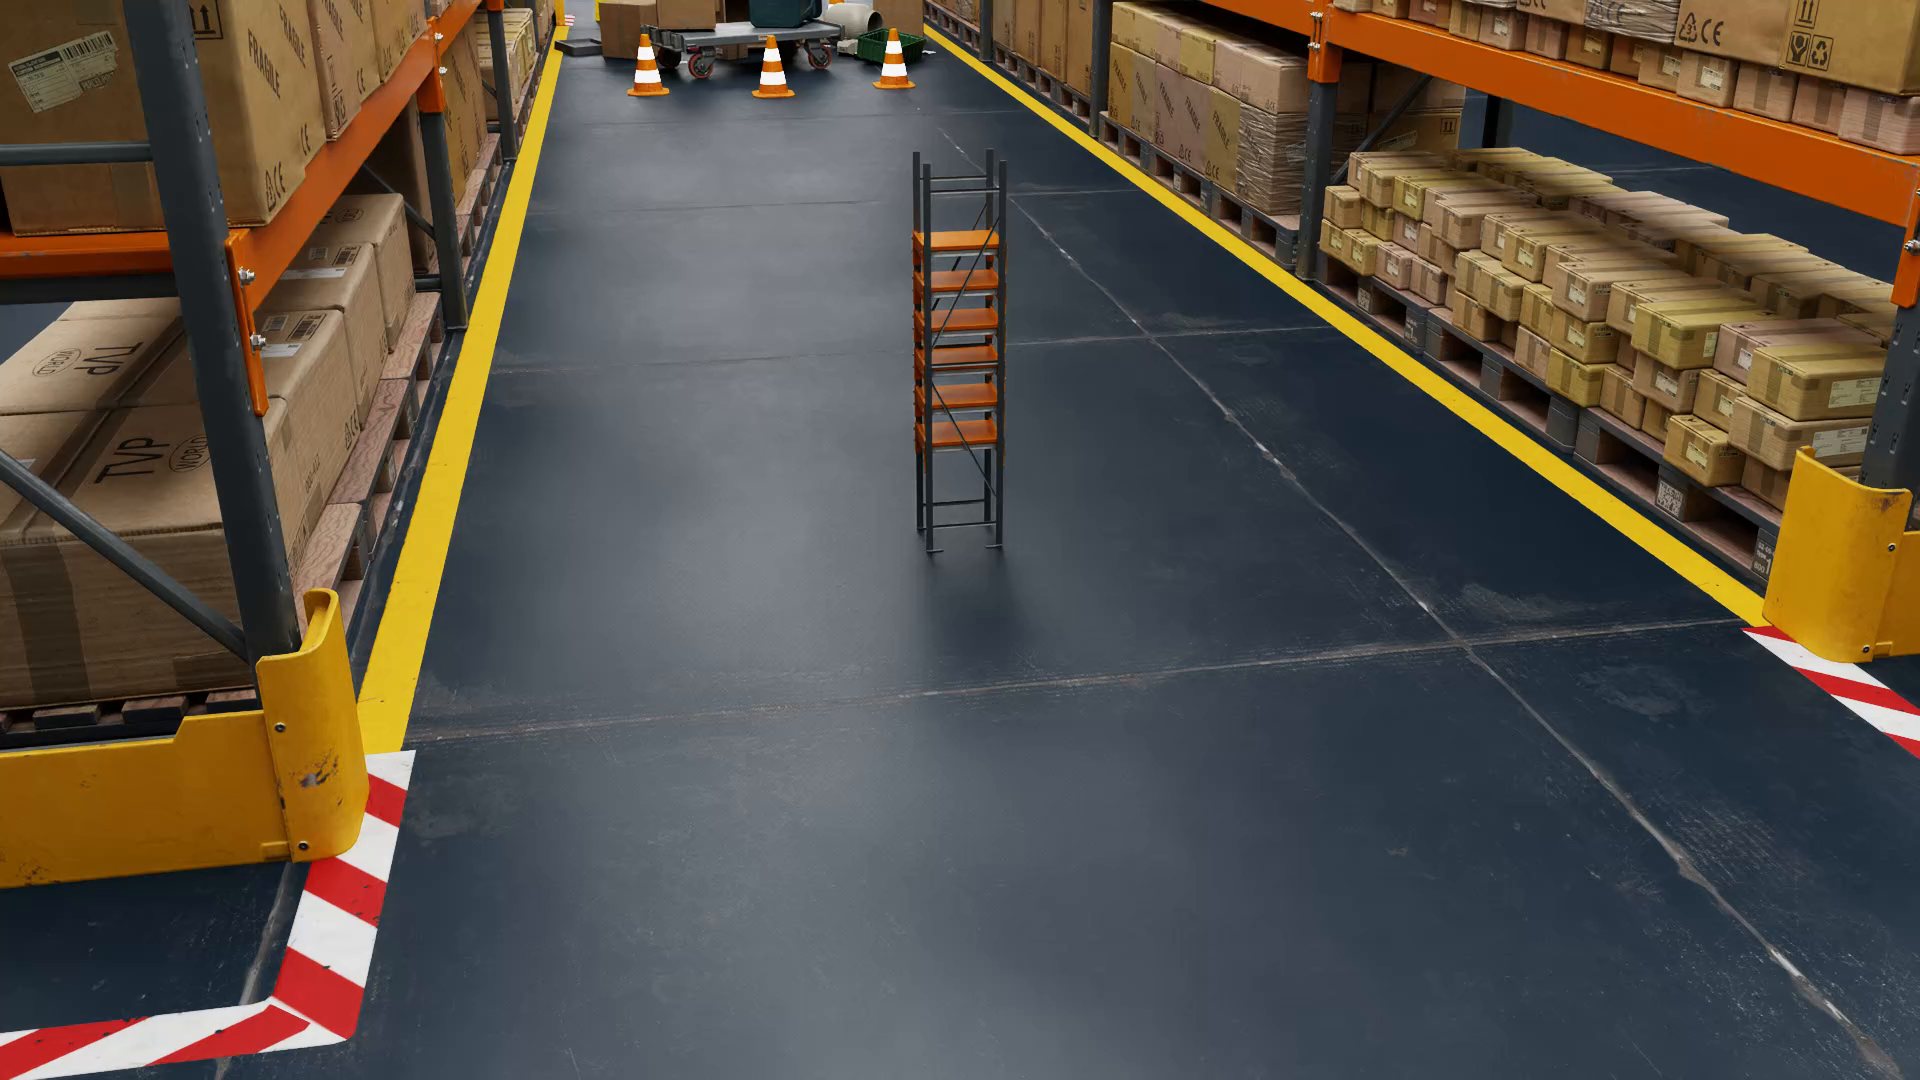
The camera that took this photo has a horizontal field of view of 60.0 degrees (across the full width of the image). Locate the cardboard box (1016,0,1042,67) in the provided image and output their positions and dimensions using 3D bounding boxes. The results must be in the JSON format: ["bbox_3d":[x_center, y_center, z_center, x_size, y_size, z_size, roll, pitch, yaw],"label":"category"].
[{"bbox_3d":[1.058,-4.382,13.822,1.050,0.750,0.750,-4,24,-10],"label":"cardboard box"}]

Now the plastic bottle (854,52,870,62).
[{"bbox_3d":[-0.854,-4.488,15.450,0.133,0.061,0.283,-19,30,-37],"label":"plastic bottle"}]

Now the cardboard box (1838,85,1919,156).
[{"bbox_3d":[2.561,-1.110,4.358,0.380,0.149,0.250,-4,24,-10],"label":"cardboard box"}]

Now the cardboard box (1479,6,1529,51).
[{"bbox_3d":[2.182,-1.926,6.226,0.380,0.149,0.250,-3,24,-7],"label":"cardboard box"}]

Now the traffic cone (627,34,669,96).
[{"bbox_3d":[-2.560,-3.885,13.567,0.336,0.463,0.334,-4,24,-10],"label":"traffic cone"}]

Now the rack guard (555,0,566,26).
[{"bbox_3d":[-4.891,-5.830,17.973,1.175,0.500,0.348,-4,24,-10],"label":"rack guard"}]

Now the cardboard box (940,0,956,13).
[{"bbox_3d":[0.296,-6.022,17.421,0.875,0.875,0.875,-5,24,-11],"label":"cardboard box"}]

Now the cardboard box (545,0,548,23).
[{"bbox_3d":[-4.220,-5.034,15.939,0.500,0.250,0.500,-5,24,-10],"label":"cardboard box"}]

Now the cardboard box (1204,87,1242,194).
[{"bbox_3d":[1.681,-2.212,9.166,0.500,0.500,0.500,-5,24,-11],"label":"cardboard box"}]

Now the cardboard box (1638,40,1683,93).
[{"bbox_3d":[2.401,-1.513,5.279,0.380,0.149,0.250,-5,24,-12],"label":"cardboard box"}]

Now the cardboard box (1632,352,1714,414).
[{"bbox_3d":[2.424,-0.531,5.383,0.380,0.149,0.250,-5,24,-12],"label":"cardboard box"}]

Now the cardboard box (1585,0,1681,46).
[{"bbox_3d":[2.370,-1.859,5.263,0.500,0.500,0.500,-4,24,-10],"label":"cardboard box"}]

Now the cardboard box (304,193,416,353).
[{"bbox_3d":[-2.675,-1.048,6.579,0.875,0.438,0.875,-5,24,-11],"label":"cardboard box"}]

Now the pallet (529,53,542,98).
[{"bbox_3d":[-4.020,-3.848,13.796,1.003,0.211,1.213,-4,24,-10],"label":"pallet"}]

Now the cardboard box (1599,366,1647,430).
[{"bbox_3d":[2.427,-0.496,5.674,0.380,0.149,0.250,-4,24,-9],"label":"cardboard box"}]

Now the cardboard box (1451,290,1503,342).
[{"bbox_3d":[2.191,-0.903,6.607,0.380,0.149,0.250,-5,24,-11],"label":"cardboard box"}]

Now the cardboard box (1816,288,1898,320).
[{"bbox_3d":[3.047,-0.716,5.435,0.380,0.149,0.250,-4,24,-10],"label":"cardboard box"}]

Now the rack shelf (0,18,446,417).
[{"bbox_3d":[-2.316,-1.169,5.077,1.077,0.370,4.000,-4,24,-10],"label":"rack shelf"}]

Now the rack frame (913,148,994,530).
[{"bbox_3d":[-0.020,-0.592,5.105,0.240,1.200,0.006,-4,24,-10],"label":"rack frame"}]

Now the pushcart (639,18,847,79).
[{"bbox_3d":[-1.934,-4.419,14.895,1.648,0.377,0.936,-13,27,-28],"label":"pushcart"}]

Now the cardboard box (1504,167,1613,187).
[{"bbox_3d":[2.621,-1.534,7.309,0.380,0.149,0.250,-5,24,-10],"label":"cardboard box"}]

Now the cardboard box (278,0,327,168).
[{"bbox_3d":[-1.874,-1.165,4.044,0.500,0.500,0.500,-5,24,-11],"label":"cardboard box"}]

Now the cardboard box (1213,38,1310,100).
[{"bbox_3d":[1.692,-2.559,9.023,0.500,0.250,0.500,-3,24,-7],"label":"cardboard box"}]

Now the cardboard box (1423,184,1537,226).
[{"bbox_3d":[2.178,-1.390,6.978,0.380,0.149,0.250,-5,24,-11],"label":"cardboard box"}]

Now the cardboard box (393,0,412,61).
[{"bbox_3d":[-2.249,-1.965,5.877,0.500,0.500,0.500,-5,24,-11],"label":"cardboard box"}]

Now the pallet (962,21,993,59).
[{"bbox_3d":[0.617,-4.865,16.125,1.003,0.211,1.213,-4,24,-10],"label":"pallet"}]

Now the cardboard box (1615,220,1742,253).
[{"bbox_3d":[2.733,-1.116,6.351,0.380,0.149,0.250,-4,24,-10],"label":"cardboard box"}]

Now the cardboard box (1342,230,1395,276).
[{"bbox_3d":[1.961,-1.306,7.529,0.380,0.149,0.250,-4,24,-8],"label":"cardboard box"}]

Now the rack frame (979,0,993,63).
[{"bbox_3d":[0.681,-5.838,14.869,1.000,3.000,0.127,-4,24,-10],"label":"rack frame"}]

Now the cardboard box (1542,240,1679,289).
[{"bbox_3d":[2.360,-0.981,6.043,0.380,0.149,0.250,-5,24,-12],"label":"cardboard box"}]

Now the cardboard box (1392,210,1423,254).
[{"bbox_3d":[2.128,-1.361,7.284,0.380,0.149,0.250,-4,24,-10],"label":"cardboard box"}]

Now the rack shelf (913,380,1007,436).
[{"bbox_3d":[-0.003,-0.405,5.089,0.258,0.103,0.180,-4,24,-10],"label":"rack shelf"}]

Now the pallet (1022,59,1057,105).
[{"bbox_3d":[1.126,-3.781,13.644,1.003,0.211,1.213,-4,24,-10],"label":"pallet"}]

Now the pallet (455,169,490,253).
[{"bbox_3d":[-3.132,-1.786,9.076,1.003,0.211,1.213,-4,24,-10],"label":"pallet"}]

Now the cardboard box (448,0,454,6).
[{"bbox_3d":[-2.605,-2.612,7.671,0.500,0.250,0.500,-5,24,-11],"label":"cardboard box"}]

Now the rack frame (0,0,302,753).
[{"bbox_3d":[-1.946,-0.712,3.132,1.000,3.000,0.127,-4,24,-10],"label":"rack frame"}]

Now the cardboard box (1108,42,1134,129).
[{"bbox_3d":[1.300,-3.014,11.003,0.500,0.500,0.500,-5,24,-12],"label":"cardboard box"}]

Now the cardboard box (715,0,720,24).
[{"bbox_3d":[-2.092,-5.358,16.888,0.637,0.503,0.797,18,29,36],"label":"cardboard box"}]

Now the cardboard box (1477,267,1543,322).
[{"bbox_3d":[2.208,-0.942,6.325,0.380,0.149,0.250,-4,24,-9],"label":"cardboard box"}]

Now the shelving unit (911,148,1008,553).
[{"bbox_3d":[-0.003,-0.556,5.023,0.258,1.200,0.189,-4,24,-10],"label":"shelving unit"}]

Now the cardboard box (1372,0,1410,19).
[{"bbox_3d":[2.011,-2.344,7.184,0.380,0.149,0.250,-4,24,-8],"label":"cardboard box"}]

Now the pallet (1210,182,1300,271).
[{"bbox_3d":[2.014,-1.719,8.923,1.003,0.211,1.213,-4,24,-10],"label":"pallet"}]

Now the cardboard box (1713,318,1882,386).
[{"bbox_3d":[2.563,-0.569,5.099,0.380,0.149,0.250,-4,24,-9],"label":"cardboard box"}]

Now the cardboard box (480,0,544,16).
[{"bbox_3d":[-4.009,-4.960,14.832,0.500,0.500,0.500,-3,24,-7],"label":"cardboard box"}]

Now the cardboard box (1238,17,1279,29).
[{"bbox_3d":[1.987,-3.007,10.048,0.500,0.250,0.500,-4,24,-9],"label":"cardboard box"}]

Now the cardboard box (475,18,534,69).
[{"bbox_3d":[-3.930,-3.931,13.262,0.950,0.372,0.625,-3,24,-6],"label":"cardboard box"}]

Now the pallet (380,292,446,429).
[{"bbox_3d":[-2.622,-0.702,6.594,1.003,0.211,1.213,-4,24,-10],"label":"pallet"}]

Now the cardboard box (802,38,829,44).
[{"bbox_3d":[-1.447,-5.125,16.652,0.396,0.266,0.258,0,24,-1],"label":"cardboard box"}]

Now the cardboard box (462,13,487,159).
[{"bbox_3d":[-3.380,-2.799,10.042,0.875,0.875,0.875,-5,24,-10],"label":"cardboard box"}]

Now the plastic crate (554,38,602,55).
[{"bbox_3d":[-3.650,-4.772,16.076,0.402,0.080,0.583,-13,27,-28],"label":"plastic crate"}]

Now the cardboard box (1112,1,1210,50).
[{"bbox_3d":[1.310,-3.366,10.871,0.500,0.250,0.500,-5,24,-12],"label":"cardboard box"}]
